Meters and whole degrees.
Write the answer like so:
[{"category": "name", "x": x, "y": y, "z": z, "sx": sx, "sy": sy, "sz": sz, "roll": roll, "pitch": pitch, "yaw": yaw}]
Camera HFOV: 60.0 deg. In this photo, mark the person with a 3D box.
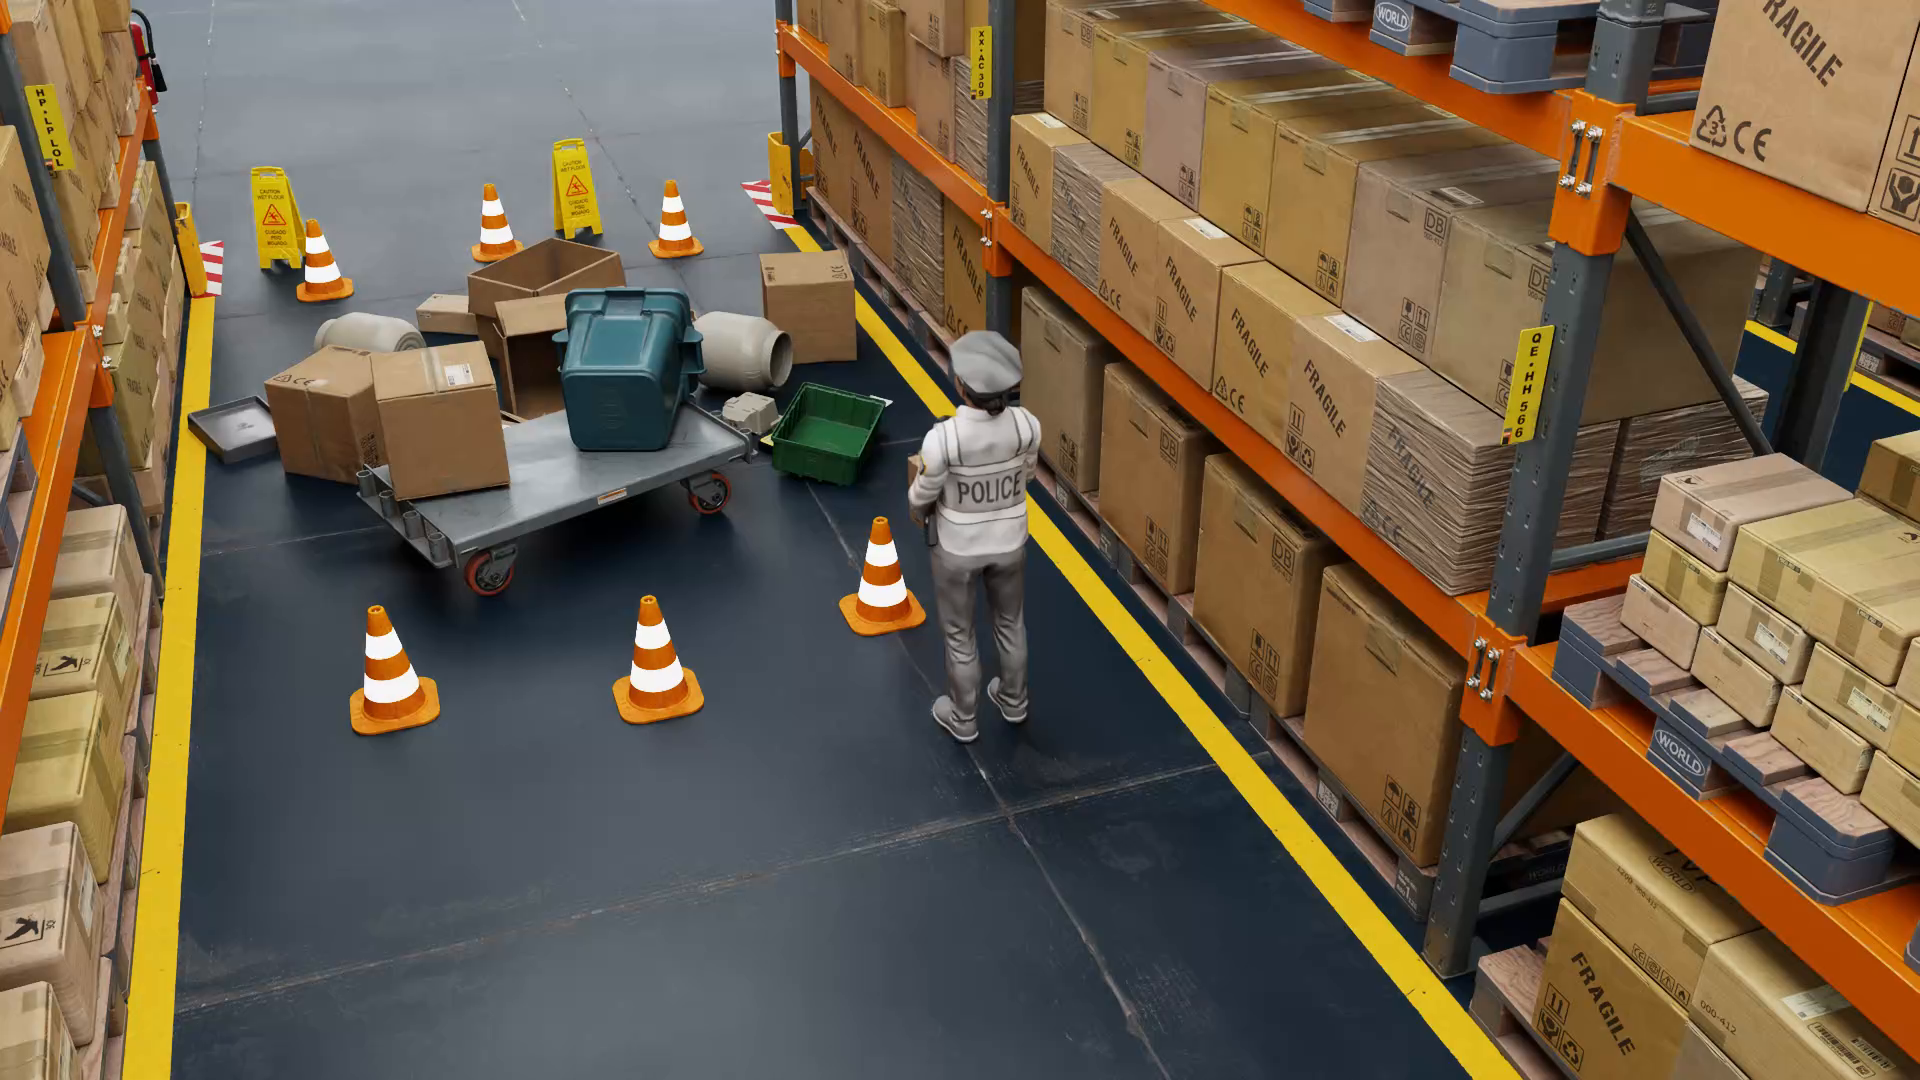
[{"category": "person", "x": 0.048, "y": -0.009, "z": 6.105, "sx": 0.492, "sy": 1.701, "sz": 0.539, "roll": -11, "pitch": 32, "yaw": -18}]
